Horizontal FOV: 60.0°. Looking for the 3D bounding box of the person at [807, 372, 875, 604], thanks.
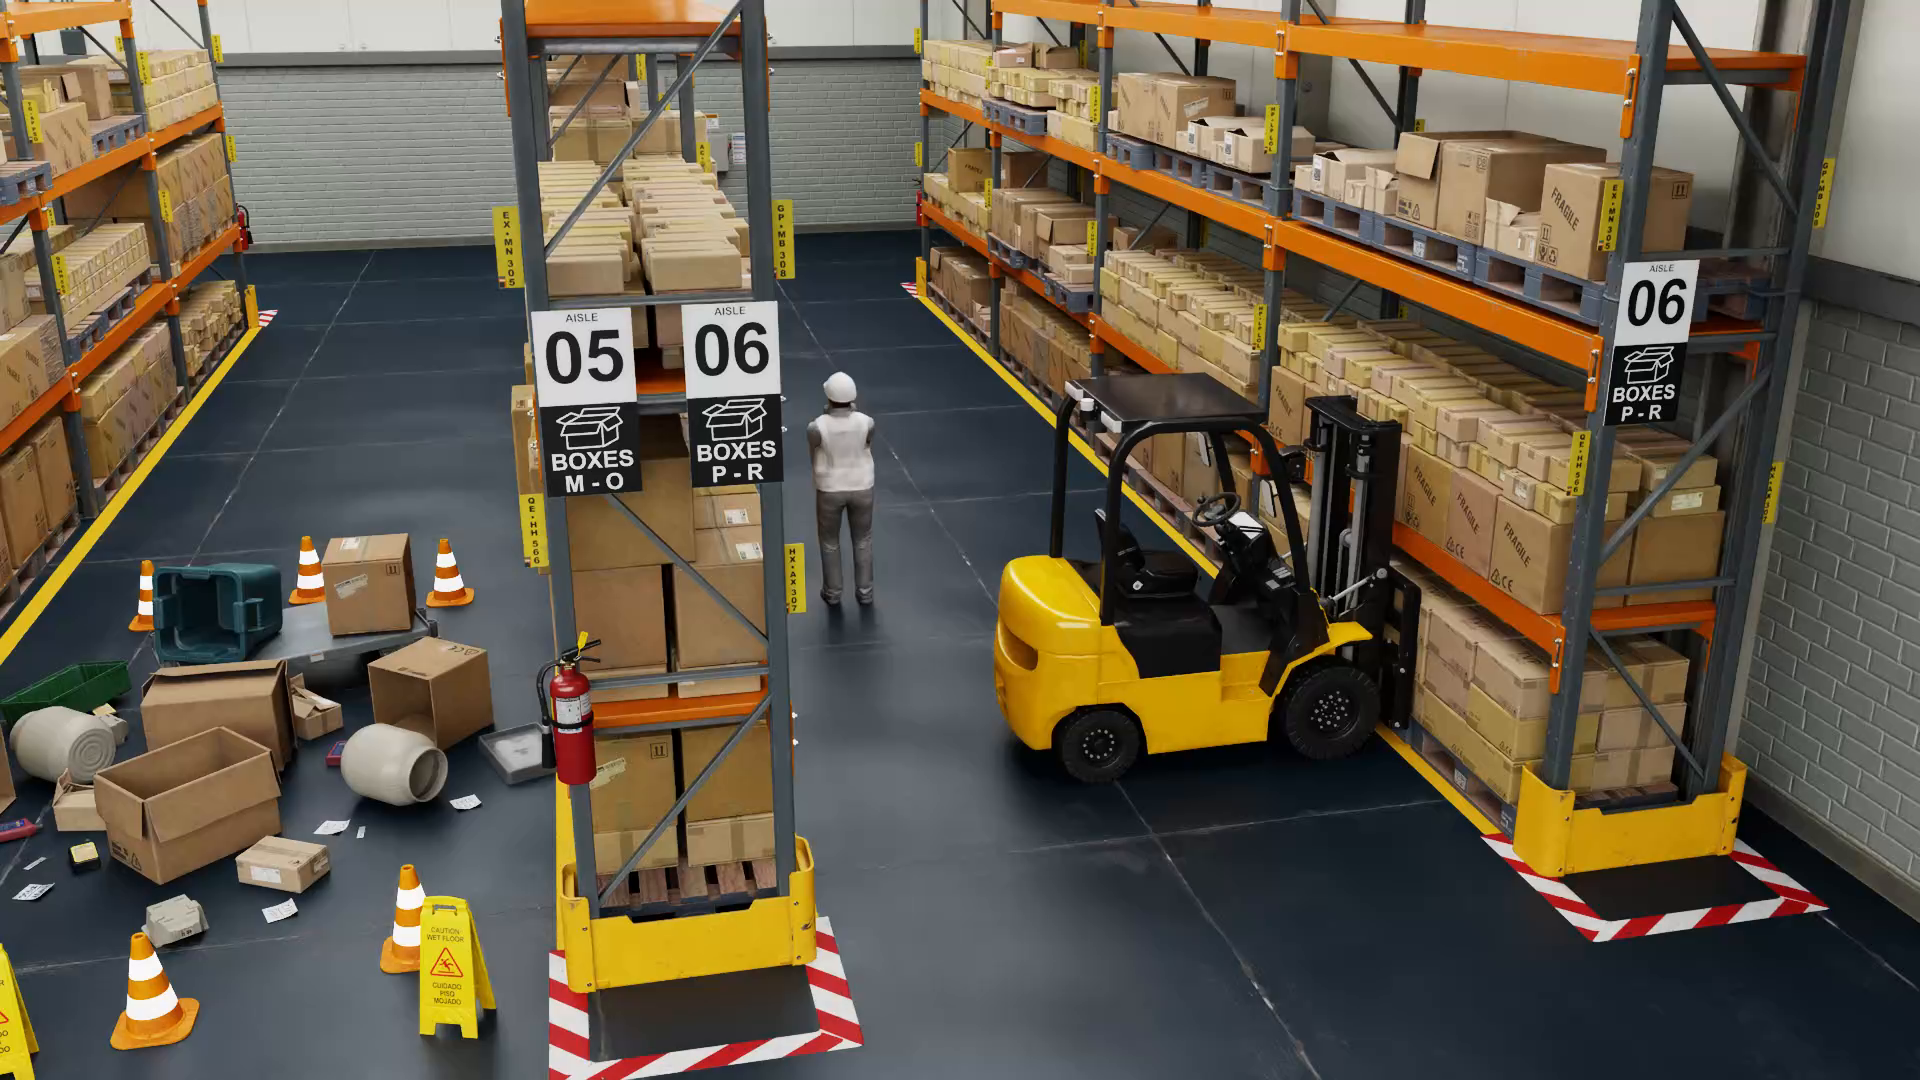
[{"bbox_3d":[-0.878,-0.401,12.179,0.494,1.762,0.554,-4,20,-13],"label":"person"}]
